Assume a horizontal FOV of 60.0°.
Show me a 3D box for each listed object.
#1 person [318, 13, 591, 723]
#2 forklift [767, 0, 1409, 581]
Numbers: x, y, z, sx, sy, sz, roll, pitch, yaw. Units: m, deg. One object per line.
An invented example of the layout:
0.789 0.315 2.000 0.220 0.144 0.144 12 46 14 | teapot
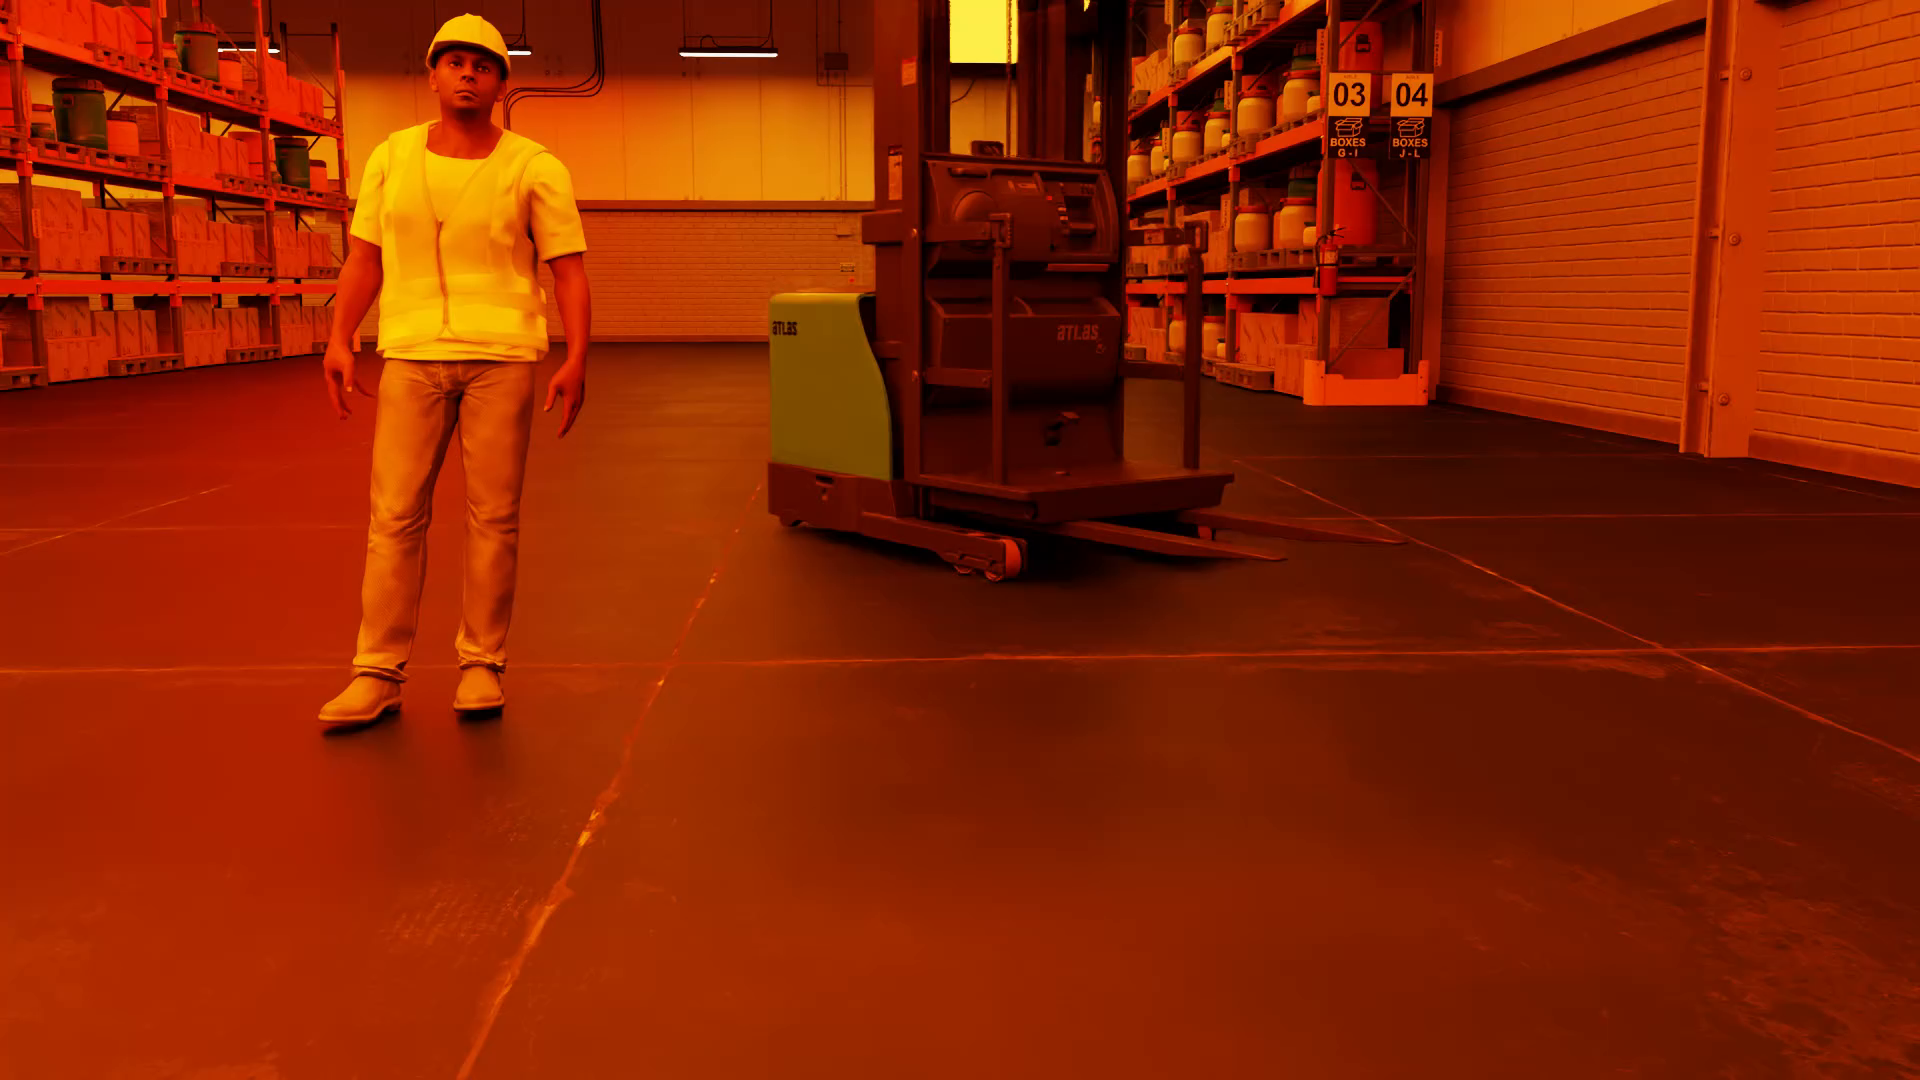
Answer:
-1.289 -0.443 4.232 0.665 1.767 0.576 0 8 -3 | person
0.392 -1.374 6.585 1.130 2.935 3.031 -6 10 -36 | forklift
